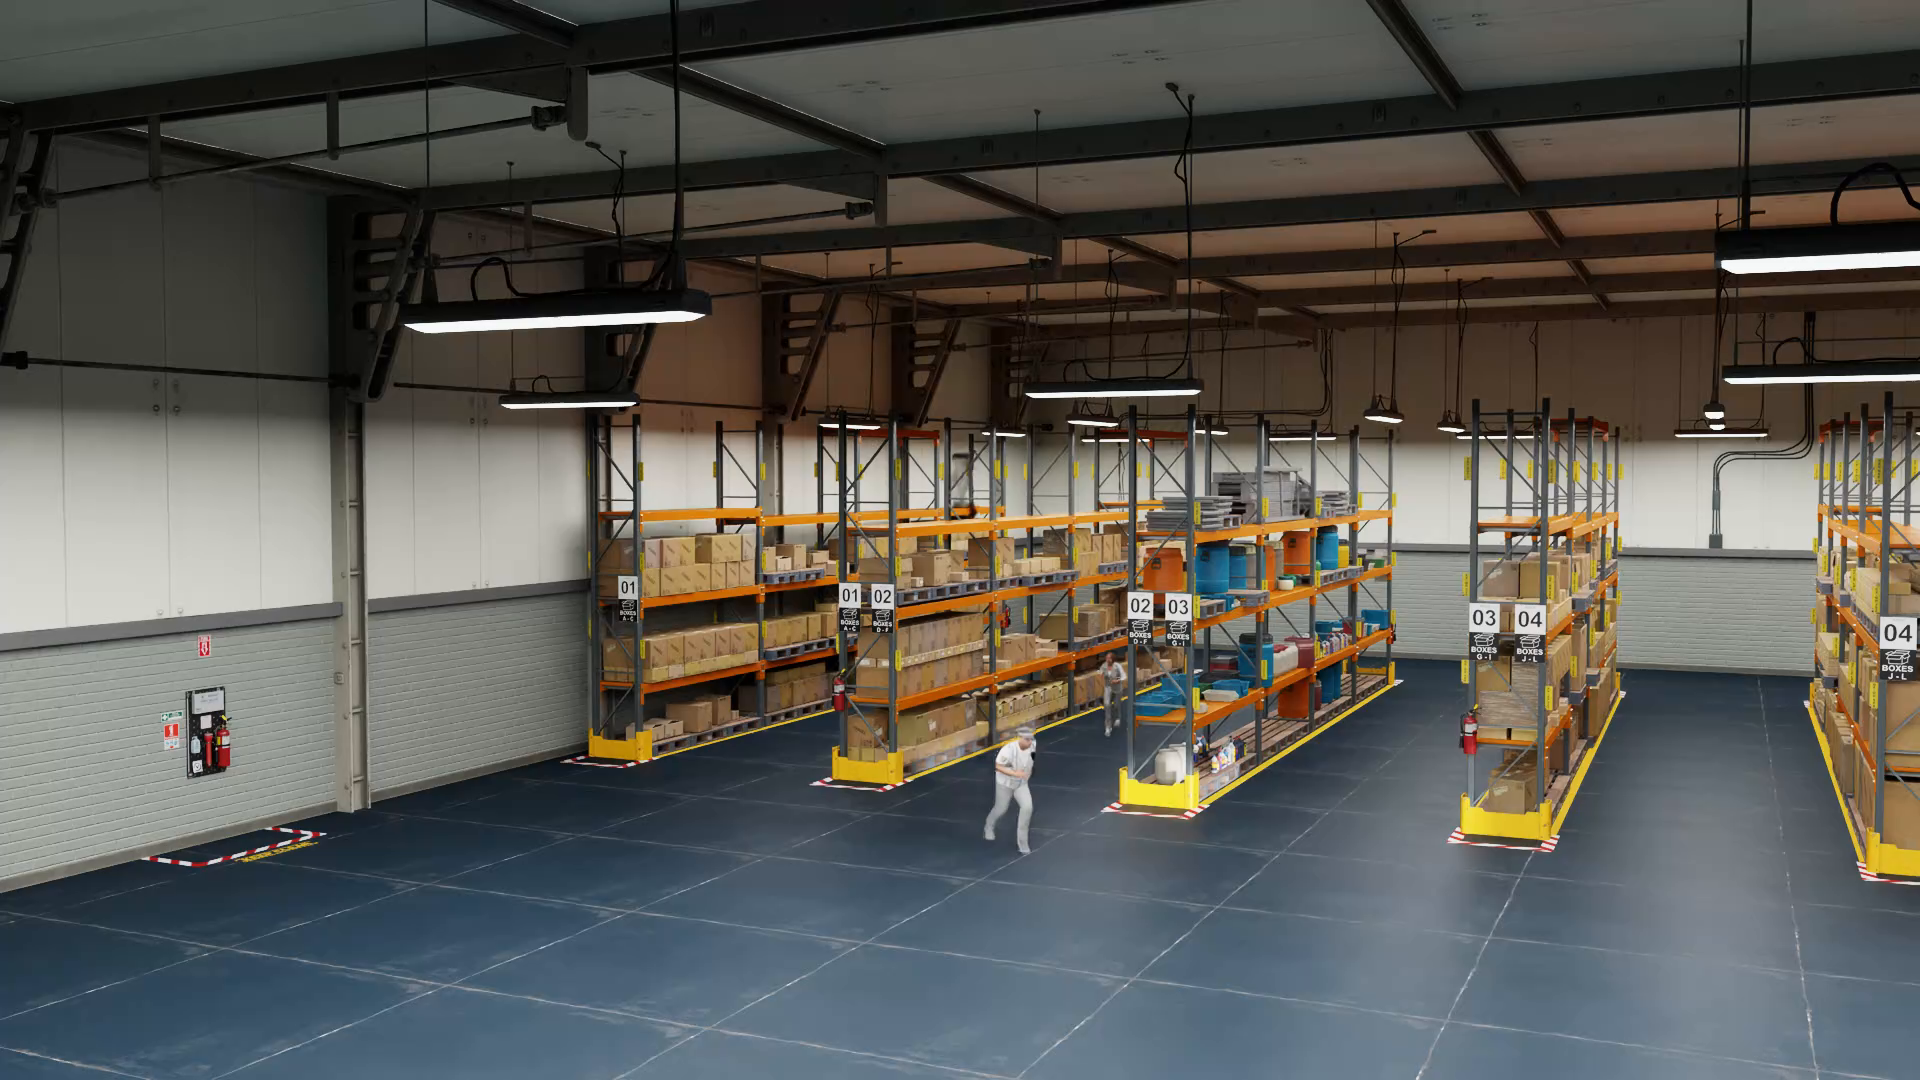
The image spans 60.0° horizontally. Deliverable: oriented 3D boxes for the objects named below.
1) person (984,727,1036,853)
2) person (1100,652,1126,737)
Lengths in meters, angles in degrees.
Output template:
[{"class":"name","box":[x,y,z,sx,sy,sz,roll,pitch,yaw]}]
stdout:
[{"class":"person","box":[0.666,3.296,22.141,0.707,1.720,1.016,-2,3,-34]},{"class":"person","box":[2.934,2.913,31.769,0.539,1.594,0.955,1,2,16]}]
